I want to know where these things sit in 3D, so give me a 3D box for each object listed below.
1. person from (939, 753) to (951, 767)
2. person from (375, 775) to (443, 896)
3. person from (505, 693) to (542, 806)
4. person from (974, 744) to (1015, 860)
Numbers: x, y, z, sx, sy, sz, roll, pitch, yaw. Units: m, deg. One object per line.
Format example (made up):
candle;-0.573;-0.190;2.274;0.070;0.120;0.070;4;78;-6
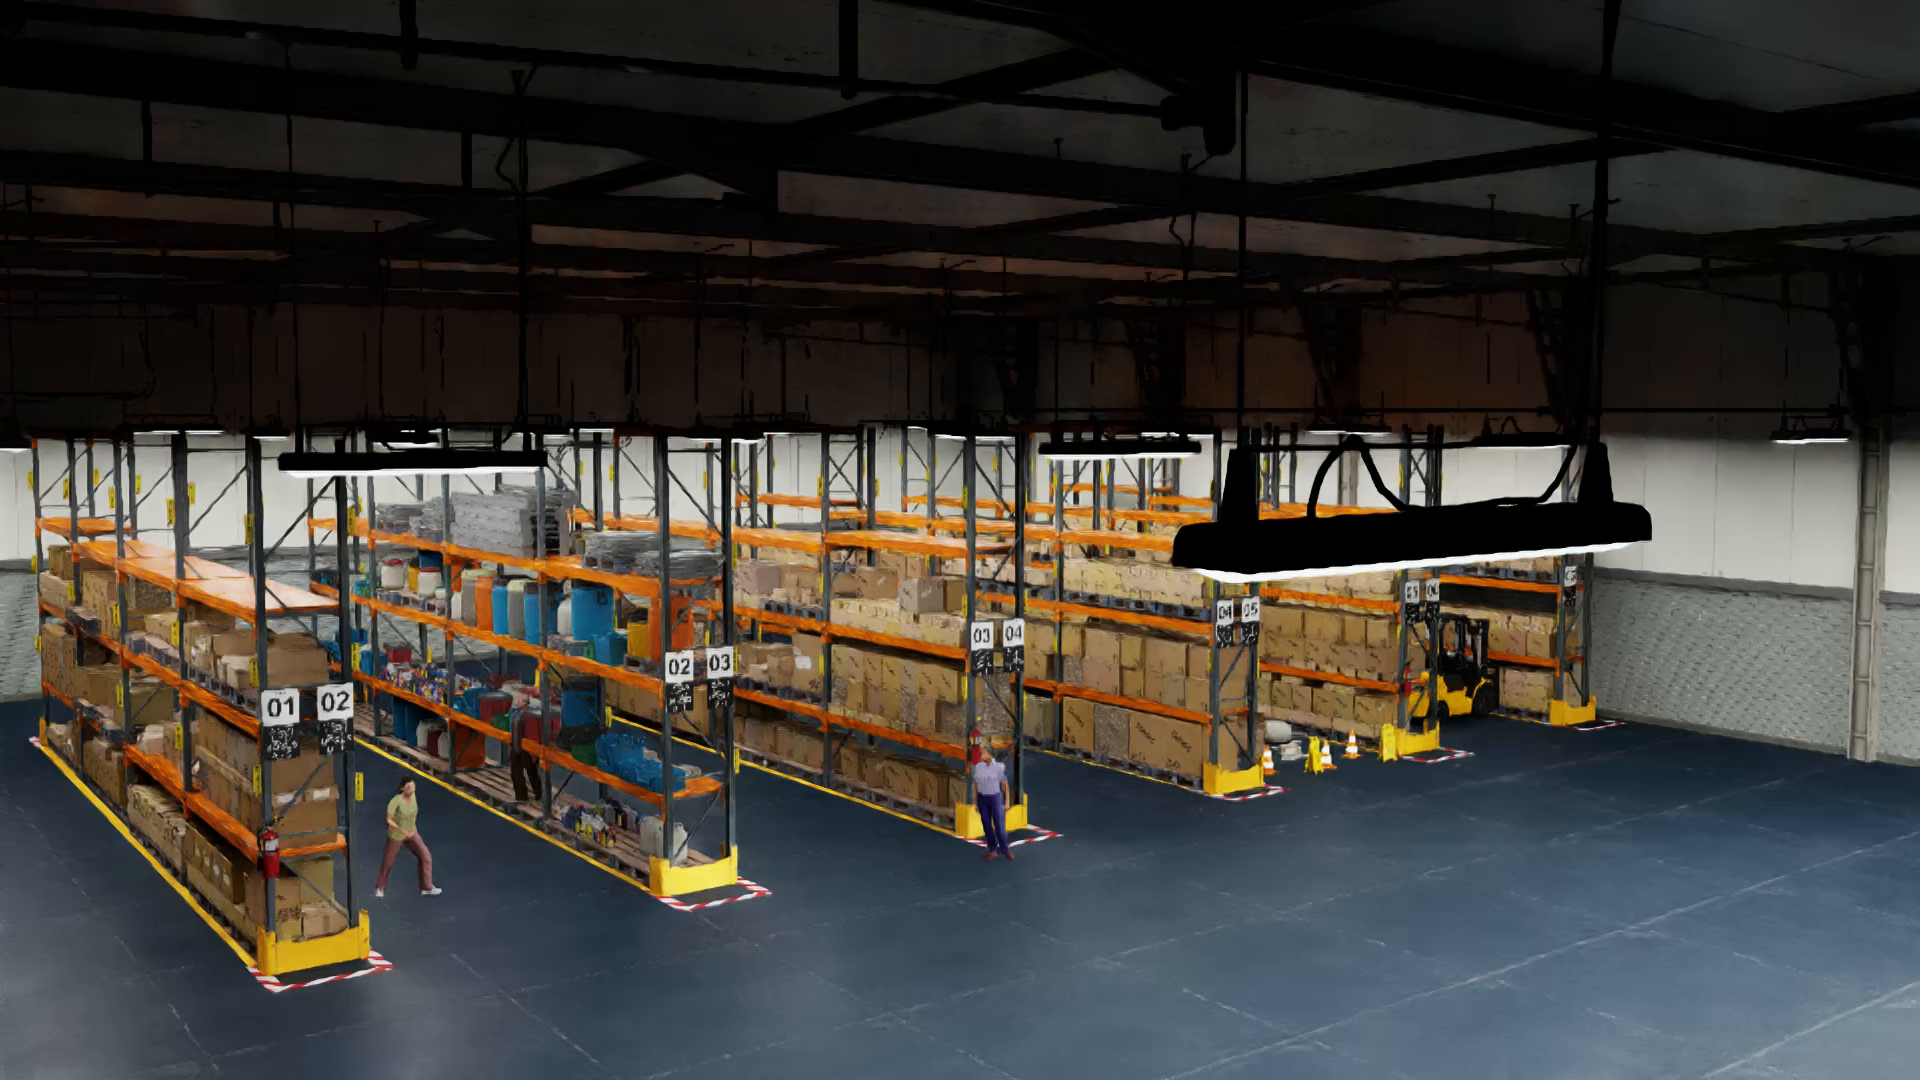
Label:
person;-0.047;3.318;28.056;0.446;1.590;1.110;-3;5;-35
person;-7.226;3.828;21.579;0.814;1.598;0.621;3;6;37
person;-6.703;3.232;25.706;0.662;1.772;0.535;4;6;39
person;0.475;3.672;23.332;0.602;1.641;0.408;2;5;23
